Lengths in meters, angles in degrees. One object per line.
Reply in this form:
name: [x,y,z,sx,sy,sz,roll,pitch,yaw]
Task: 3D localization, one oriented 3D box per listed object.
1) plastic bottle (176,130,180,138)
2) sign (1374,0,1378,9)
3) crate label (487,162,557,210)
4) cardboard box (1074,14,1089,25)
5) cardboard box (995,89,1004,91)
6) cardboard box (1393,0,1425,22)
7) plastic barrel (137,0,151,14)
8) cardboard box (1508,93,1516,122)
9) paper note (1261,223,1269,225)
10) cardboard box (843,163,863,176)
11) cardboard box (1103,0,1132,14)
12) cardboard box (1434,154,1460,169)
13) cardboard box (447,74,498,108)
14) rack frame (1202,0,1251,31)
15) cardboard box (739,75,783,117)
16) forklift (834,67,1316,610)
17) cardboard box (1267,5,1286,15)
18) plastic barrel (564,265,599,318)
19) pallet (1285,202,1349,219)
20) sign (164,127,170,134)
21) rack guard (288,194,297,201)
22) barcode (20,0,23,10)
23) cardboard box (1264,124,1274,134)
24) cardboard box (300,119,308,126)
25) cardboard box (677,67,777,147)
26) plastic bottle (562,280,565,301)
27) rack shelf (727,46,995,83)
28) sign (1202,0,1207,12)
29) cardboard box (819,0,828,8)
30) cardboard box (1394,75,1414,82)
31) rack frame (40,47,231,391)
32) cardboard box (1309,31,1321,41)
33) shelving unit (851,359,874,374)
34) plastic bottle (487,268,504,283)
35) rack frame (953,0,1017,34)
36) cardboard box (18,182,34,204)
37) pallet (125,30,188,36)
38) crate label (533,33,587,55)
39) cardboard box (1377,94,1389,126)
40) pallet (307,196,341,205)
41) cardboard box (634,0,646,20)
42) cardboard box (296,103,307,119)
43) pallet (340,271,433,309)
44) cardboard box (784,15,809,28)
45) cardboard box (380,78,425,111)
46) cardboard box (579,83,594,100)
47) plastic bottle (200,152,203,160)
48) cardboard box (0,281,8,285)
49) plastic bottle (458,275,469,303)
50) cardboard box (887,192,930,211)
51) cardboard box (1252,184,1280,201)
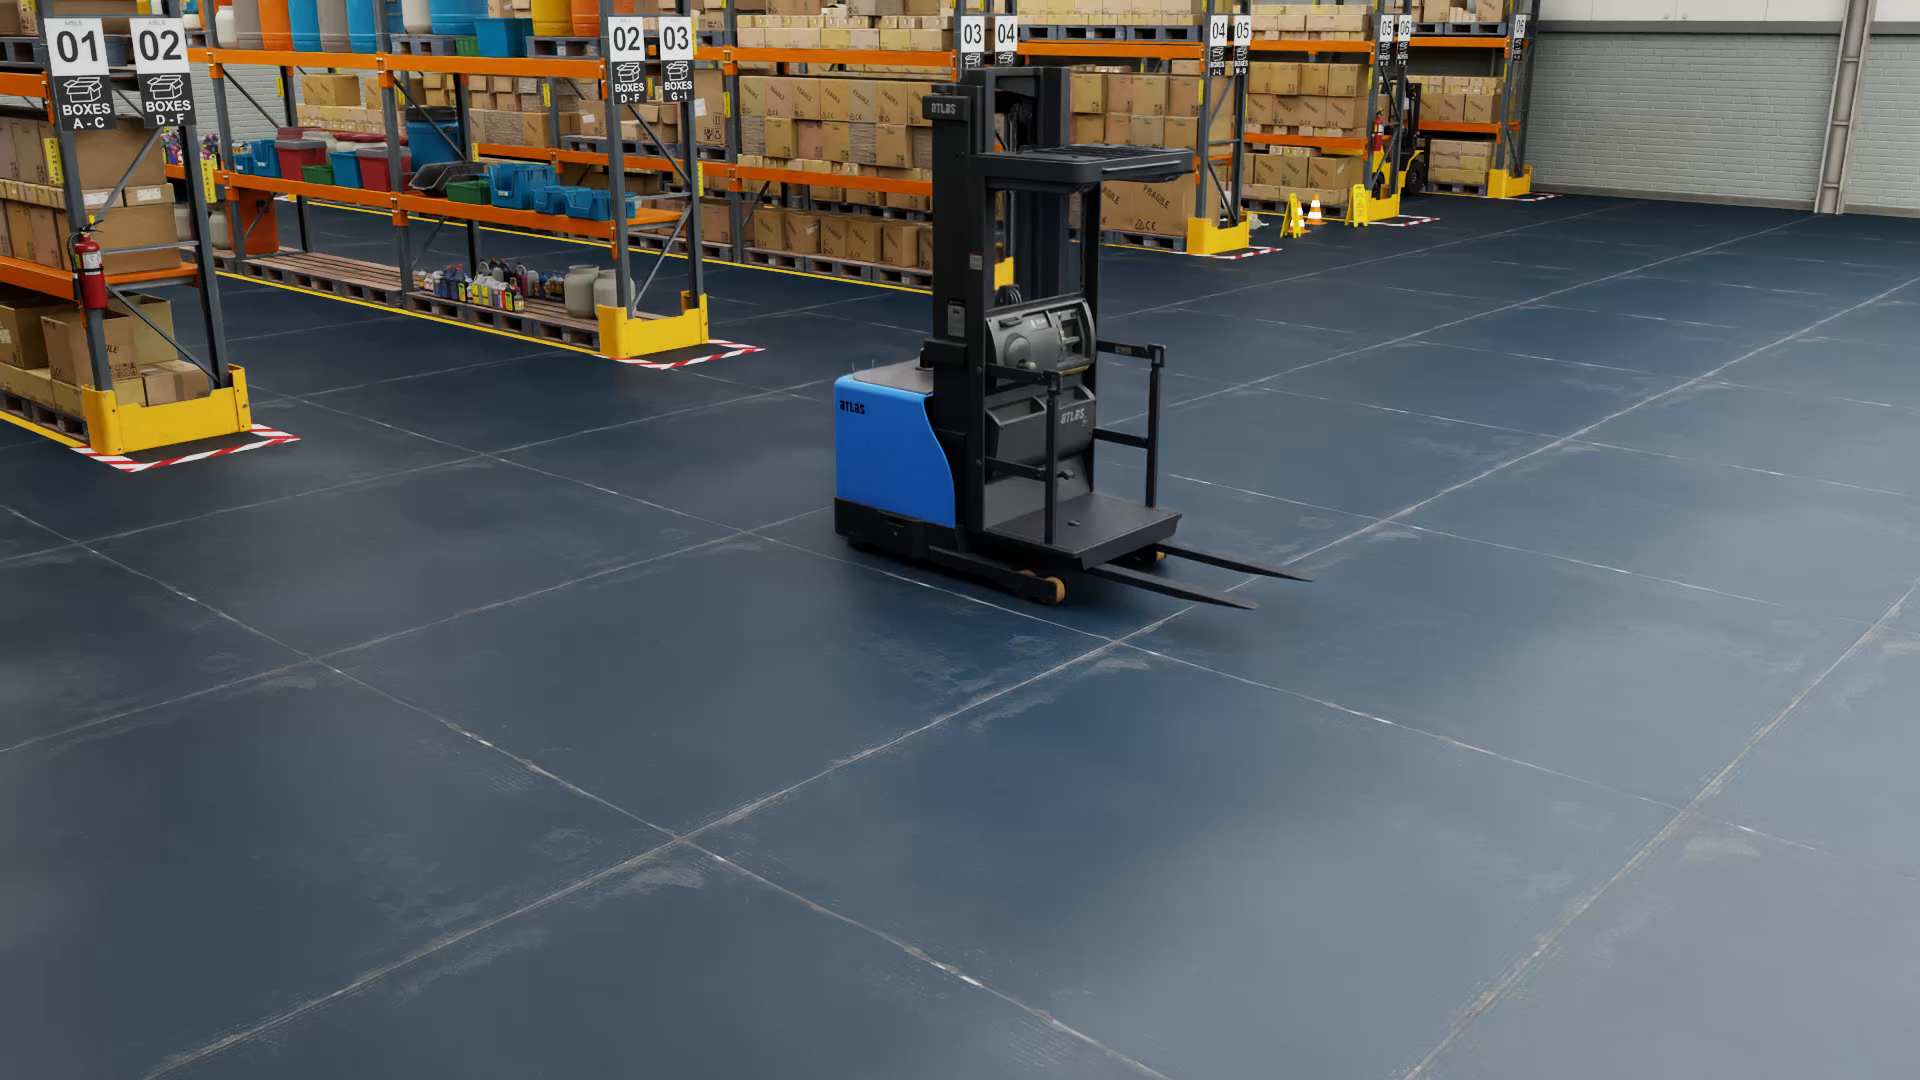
plastic bottle: [-11.058,-5.635,23.581,0.185,0.351,0.144,15,23,39]
sign: [6.494,-8.452,25.954,0.005,0.325,0.100,15,23,39]
crate label: [-4.544,-3.685,17.296,0.616,0.435,0.502,15,23,39]
cardboard box: [1.860,-7.487,23.934,0.250,0.149,0.380,15,23,40]
cardboard box: [0.929,-6.889,25.419,0.550,0.550,0.875,15,23,39]
cardboard box: [8.565,-9.961,31.141,0.637,0.503,0.797,16,24,41]
plastic barrel: [-11.146,-7.351,22.943,0.600,0.588,0.600,0,18,0]
cardboard box: [9.983,-8.056,30.962,0.500,0.500,0.500,16,24,41]
paper note: [4.849,-5.046,26.553,0.142,0.019,0.148,7,19,21]
cardboard box: [-1.242,-4.648,20.806,0.250,0.149,0.380,15,23,39]
cardboard box: [2.368,-7.566,23.523,0.500,0.250,0.500,15,23,39]
cardboard box: [9.230,-7.104,31.153,0.500,0.250,0.500,15,23,39]
cardboard box: [-7.687,-7.148,26.445,0.637,0.503,0.797,15,23,40]
rack frame: [3.668,-8.441,22.425,0.127,3.000,1.000,15,23,39]
cardboard box: [-2.524,-5.801,21.714,0.500,0.500,0.500,15,23,39]
forklift: [0.639,-1.199,9.634,3.031,2.935,1.130,15,23,39]
cardboard box: [5.259,-8.713,27.339,0.250,0.149,0.380,16,23,41]
plastic barrel: [-3.906,-2.589,17.321,0.421,0.512,0.421,0,18,0]
pallet: [6.237,-5.579,27.934,1.213,0.211,1.003,15,23,39]
sign: [-11.597,-6.025,24.270,0.005,0.325,0.100,15,23,39]
rack guard: [-11.685,-6.506,30.376,0.348,0.500,1.175,15,23,39]
barcode: [-6.824,-3.897,12.106,0.075,0.075,0.001,15,23,39]
cardboard box: [5.326,-6.940,28.028,0.250,0.149,0.380,15,23,39]
cardboard box: [-11.428,-7.376,29.400,0.250,0.149,0.380,15,23,38]
cardboard box: [-3.193,-5.960,22.839,1.000,1.000,1.000,15,23,40]
plastic bottle: [-4.294,-2.758,18.199,0.133,0.283,0.061,16,23,40]
rack shelf: [-1.196,-5.968,20.781,4.000,0.370,1.077,15,23,39]
sign: [3.297,-7.276,22.379,0.005,0.325,0.100,15,23,39]
cardboard box: [-3.128,-11.122,34.799,0.797,0.503,0.637,-16,24,-41]
cardboard box: [8.434,-8.730,31.522,0.250,0.149,0.380,15,23,39]
rack frame: [-6.278,-2.239,12.800,0.127,3.000,1.000,15,23,39]
cardboard box: [5.896,-8.210,27.070,0.250,0.149,0.380,15,23,40]
shelving unit: [-0.549,-0.647,11.005,0.252,1.050,0.215,15,23,39]
plastic bottle: [-5.243,-2.933,18.761,0.135,0.276,0.152,15,23,39]
rack frame: [0.300,-7.339,18.953,0.127,3.000,1.000,15,23,39]
cardboard box: [-7.265,-2.784,13.280,0.250,0.149,0.380,15,23,40]
pallet: [-10.462,-6.746,22.354,1.213,0.211,1.003,15,23,39]
crate label: [-4.168,-5.169,17.318,0.408,0.251,0.502,15,23,39]
cardboard box: [6.708,-7.069,27.362,0.500,0.500,0.500,15,23,38]
pallet: [-11.017,-6.220,29.955,1.213,0.211,1.003,15,23,39]
cardboard box: [-4.745,-7.447,23.260,0.500,0.500,0.500,14,22,38]
cardboard box: [-11.487,-7.605,29.465,0.500,0.250,0.500,14,23,38]
pallet: [-6.593,-2.982,19.751,1.213,0.211,1.003,15,23,39]
cardboard box: [-2.008,-6.559,21.043,0.250,0.149,0.380,16,24,41]
cardboard box: [-9.197,-7.349,27.417,0.500,0.500,0.500,16,24,41]
cardboard box: [-6.987,-8.527,31.956,0.500,0.500,0.500,14,23,38]
plastic bottle: [-9.877,-4.949,21.666,0.097,0.201,0.097,0,18,0]
cardboard box: [-8.752,-2.027,14.743,0.500,0.500,0.500,15,23,39]
plastic bottle: [-5.414,-2.741,18.144,0.133,0.283,0.061,16,24,42]
cardboard box: [-0.567,-5.812,27.081,0.750,0.750,1.050,15,23,39]
cardboard box: [5.317,-5.923,28.258,0.500,0.250,0.500,14,22,37]
